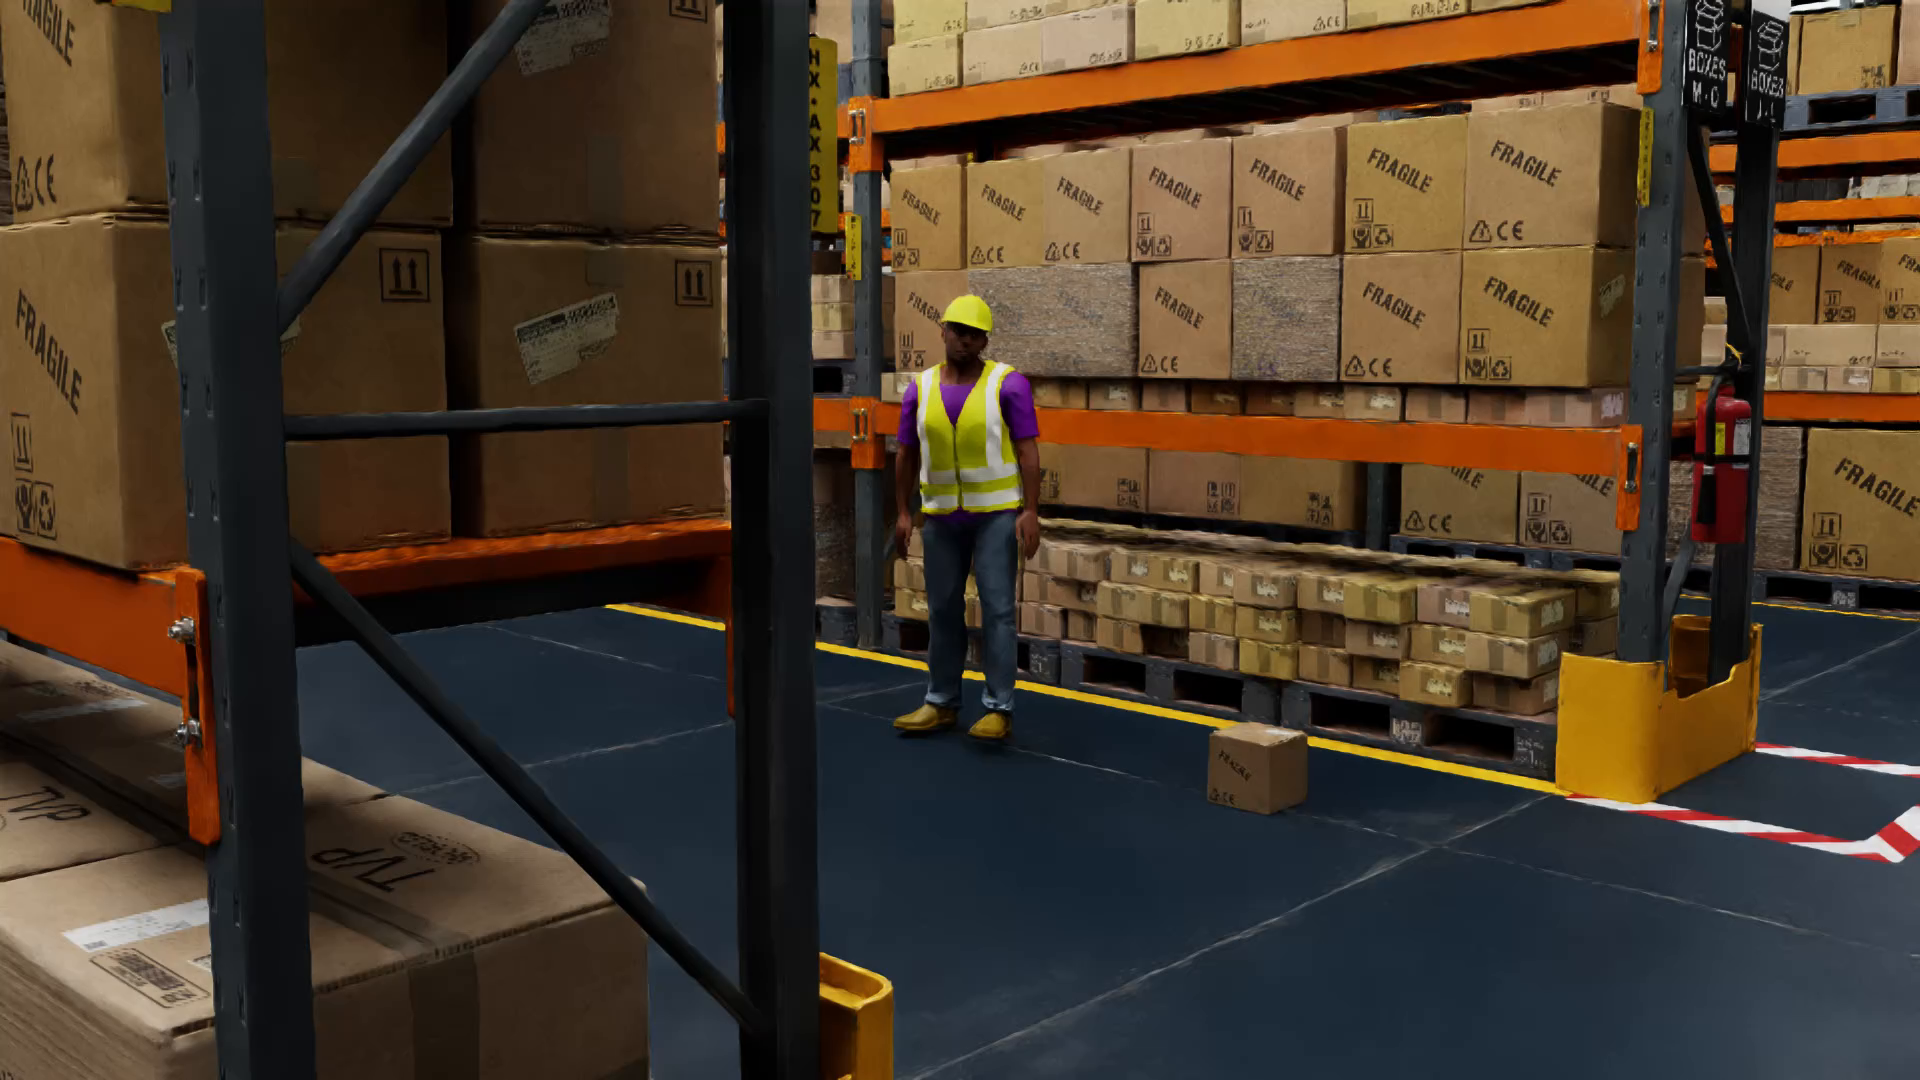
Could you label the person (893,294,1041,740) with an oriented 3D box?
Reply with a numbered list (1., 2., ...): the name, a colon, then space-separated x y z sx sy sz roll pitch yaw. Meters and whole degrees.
1. person: 0.013 -0.089 6.633 0.636 1.770 0.470 2 7 19
